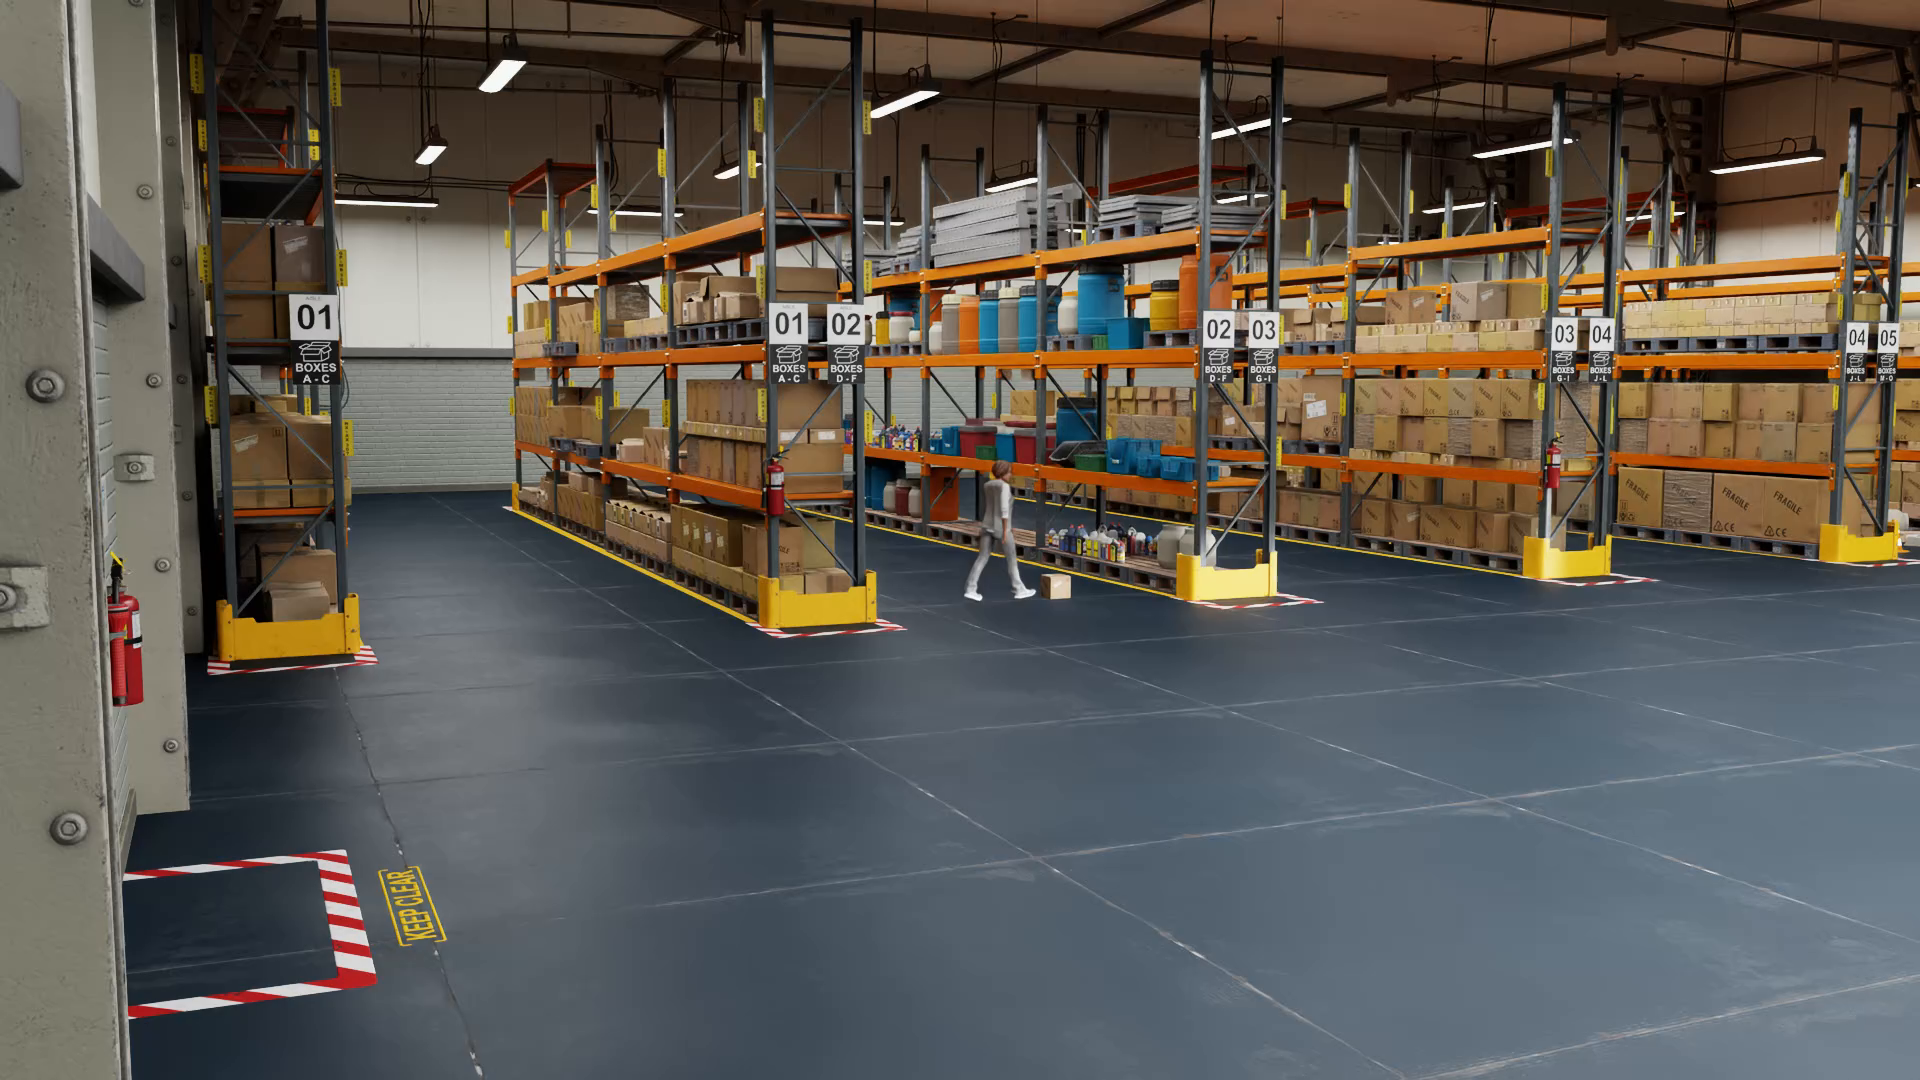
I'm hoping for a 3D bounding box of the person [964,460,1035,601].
[{"bbox_3d":[0.418,-0.110,18.278,0.933,1.542,0.425,-5,8,-44],"label":"person"}]
